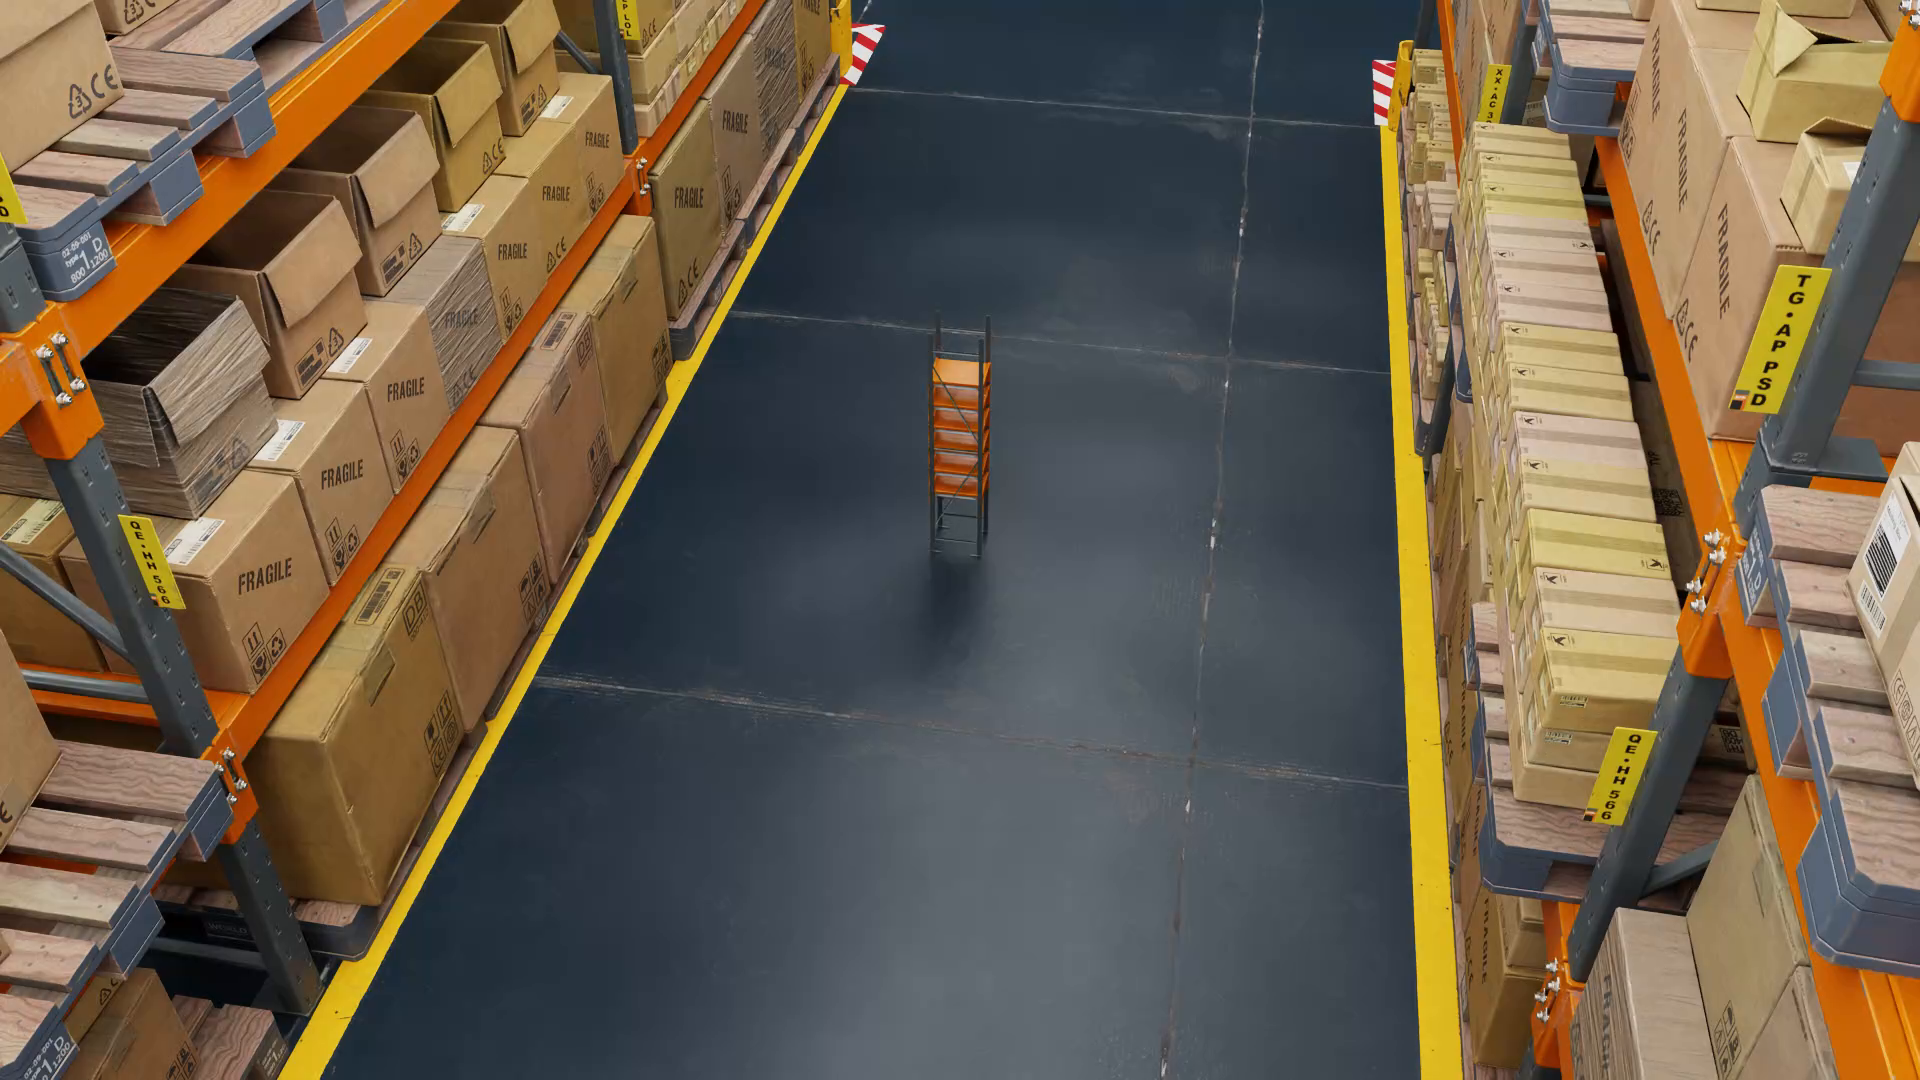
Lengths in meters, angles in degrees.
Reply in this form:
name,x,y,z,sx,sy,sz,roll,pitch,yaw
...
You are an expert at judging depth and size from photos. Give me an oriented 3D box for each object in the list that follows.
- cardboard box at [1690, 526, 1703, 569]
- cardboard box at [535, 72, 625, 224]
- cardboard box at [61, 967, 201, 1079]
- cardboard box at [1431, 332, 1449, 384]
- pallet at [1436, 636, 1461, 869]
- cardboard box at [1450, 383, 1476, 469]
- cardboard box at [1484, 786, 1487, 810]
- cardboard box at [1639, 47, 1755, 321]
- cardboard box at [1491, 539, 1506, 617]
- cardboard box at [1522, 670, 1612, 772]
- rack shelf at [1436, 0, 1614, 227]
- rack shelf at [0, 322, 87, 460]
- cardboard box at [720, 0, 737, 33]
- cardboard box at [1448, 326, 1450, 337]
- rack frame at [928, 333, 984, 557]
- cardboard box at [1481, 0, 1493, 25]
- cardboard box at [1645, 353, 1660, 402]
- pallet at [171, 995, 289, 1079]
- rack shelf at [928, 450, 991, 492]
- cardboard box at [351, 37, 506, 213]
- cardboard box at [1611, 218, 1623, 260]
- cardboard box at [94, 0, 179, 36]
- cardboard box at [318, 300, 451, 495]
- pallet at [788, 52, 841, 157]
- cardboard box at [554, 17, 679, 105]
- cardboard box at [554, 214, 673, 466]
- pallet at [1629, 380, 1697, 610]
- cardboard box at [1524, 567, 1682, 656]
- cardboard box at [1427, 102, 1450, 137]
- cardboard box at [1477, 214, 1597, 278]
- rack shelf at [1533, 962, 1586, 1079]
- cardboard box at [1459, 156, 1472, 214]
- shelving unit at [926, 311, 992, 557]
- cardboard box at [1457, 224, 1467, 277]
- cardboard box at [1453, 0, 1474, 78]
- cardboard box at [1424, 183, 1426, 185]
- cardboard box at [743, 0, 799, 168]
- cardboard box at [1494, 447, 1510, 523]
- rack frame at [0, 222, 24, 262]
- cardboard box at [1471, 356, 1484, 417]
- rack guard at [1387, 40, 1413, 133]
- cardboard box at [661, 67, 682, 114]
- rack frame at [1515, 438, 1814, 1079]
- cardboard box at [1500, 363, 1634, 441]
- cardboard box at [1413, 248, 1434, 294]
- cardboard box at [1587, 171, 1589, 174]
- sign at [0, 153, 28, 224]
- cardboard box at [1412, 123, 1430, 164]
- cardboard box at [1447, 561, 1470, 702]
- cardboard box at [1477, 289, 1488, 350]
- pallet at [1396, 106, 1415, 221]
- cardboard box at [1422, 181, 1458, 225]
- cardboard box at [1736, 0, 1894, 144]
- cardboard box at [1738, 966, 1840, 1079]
name,x,y,z,sx,sy,sz,roll,pitch,yaw
cardboard box,2.568,0.038,5.315,0.380,0.149,0.250,8,40,9
cardboard box,-1.878,-1.800,7.591,0.500,0.500,0.500,7,40,8
cardboard box,-2.854,1.642,5.123,0.700,0.500,0.500,4,40,5
cardboard box,2.543,-0.885,8.238,0.380,0.149,0.250,7,40,9
pallet,2.460,0.857,6.645,1.003,0.211,1.213,6,40,8
cardboard box,2.414,-0.527,7.174,0.500,0.250,0.500,5,40,6
cardboard box,2.046,0.772,5.603,0.500,0.250,0.500,7,40,8
cardboard box,2.032,-0.860,4.101,0.500,0.500,0.500,6,40,8
cardboard box,1.878,0.137,5.194,0.380,0.149,0.250,6,40,7
cardboard box,1.747,0.496,4.527,0.380,0.149,0.250,7,40,9
rack shelf,3.148,-2.452,9.024,1.077,0.370,4.000,6,40,8
rack shelf,-3.104,0.802,2.734,1.077,0.370,4.000,6,40,8
cardboard box,-1.463,-2.951,9.259,0.380,0.149,0.250,7,40,8
cardboard box,2.607,-1.019,8.166,0.380,0.149,0.250,7,40,9
rack frame,-0.018,-0.396,7.384,0.240,1.200,0.006,6,40,8
cardboard box,2.701,-2.663,7.617,0.500,0.500,0.500,5,40,6
cardboard box,2.752,-0.617,6.106,0.380,0.149,0.250,5,40,6
pallet,-2.895,1.990,5.274,1.003,0.211,1.213,6,40,8
rack shelf,-0.002,-0.327,7.558,0.258,0.103,0.180,6,40,8
cardboard box,-2.298,-1.679,6.658,0.797,0.503,0.637,7,40,8
cardboard box,2.928,-1.269,6.895,0.380,0.149,0.250,6,40,7
cardboard box,-2.661,-1.873,4.996,0.500,0.500,0.500,8,40,10
cardboard box,-2.234,-0.534,6.060,0.500,0.500,0.500,6,40,7
pallet,-1.435,-3.010,11.322,1.003,0.211,1.213,6,40,8
cardboard box,-1.727,-2.408,8.289,0.500,0.250,0.500,6,40,7
cardboard box,-2.157,-1.024,8.069,1.225,0.875,0.875,7,40,8
pallet,2.412,-0.137,5.809,1.003,0.211,1.213,6,40,8
cardboard box,1.789,0.226,4.620,0.380,0.149,0.250,6,40,7
cardboard box,3.008,-2.491,9.946,0.380,0.149,0.250,5,40,5
cardboard box,2.146,-1.080,6.199,0.380,0.149,0.250,6,40,7
rack shelf,1.764,2.568,2.951,1.077,0.370,4.000,6,40,8
cardboard box,2.281,-1.458,6.890,0.380,0.149,0.250,7,40,8
shelving unit,-0.002,-0.453,7.454,0.258,1.200,0.189,6,40,8
cardboard box,2.238,-1.168,6.774,0.380,0.149,0.250,7,40,8
cardboard box,2.786,-2.600,8.326,0.500,0.500,0.500,6,40,7
cardboard box,2.985,-2.106,9.947,0.380,0.149,0.250,6,40,8
cardboard box,-1.563,-2.957,10.407,0.875,0.875,0.875,6,40,8
cardboard box,1.923,-0.150,5.309,0.380,0.149,0.250,6,40,7
rack frame,-2.758,-1.887,3.067,1.000,3.000,0.127,6,40,8
cardboard box,2.060,-0.523,5.993,0.380,0.149,0.250,6,40,7
rack guard,3.481,-2.974,11.051,1.175,0.500,0.348,6,40,8
cardboard box,-1.642,-2.302,8.474,0.380,0.149,0.250,5,40,6
rack frame,2.110,1.036,4.240,1.000,3.000,0.127,6,40,8
cardboard box,1.969,-0.428,5.411,0.380,0.149,0.250,8,40,10
cardboard box,2.713,-1.471,9.180,0.380,0.149,0.250,6,40,8
cardboard box,3.139,-1.863,7.943,0.380,0.149,0.250,5,40,6
sign,-2.224,-0.869,3.784,0.100,0.325,0.005,6,40,8
cardboard box,2.941,-2.384,10.051,0.380,0.149,0.250,8,40,9
cardboard box,2.245,0.424,6.612,0.500,0.500,0.500,7,40,8
cardboard box,2.105,-0.800,6.095,0.380,0.149,0.250,8,40,9
pallet,3.305,-2.357,10.531,1.003,0.211,1.213,6,40,8
cardboard box,2.760,-1.846,9.166,0.380,0.149,0.250,5,40,6
cardboard box,1.998,-1.060,3.741,0.396,0.266,0.258,6,40,8
cardboard box,1.936,1.210,3.166,0.700,0.500,0.500,6,40,7
